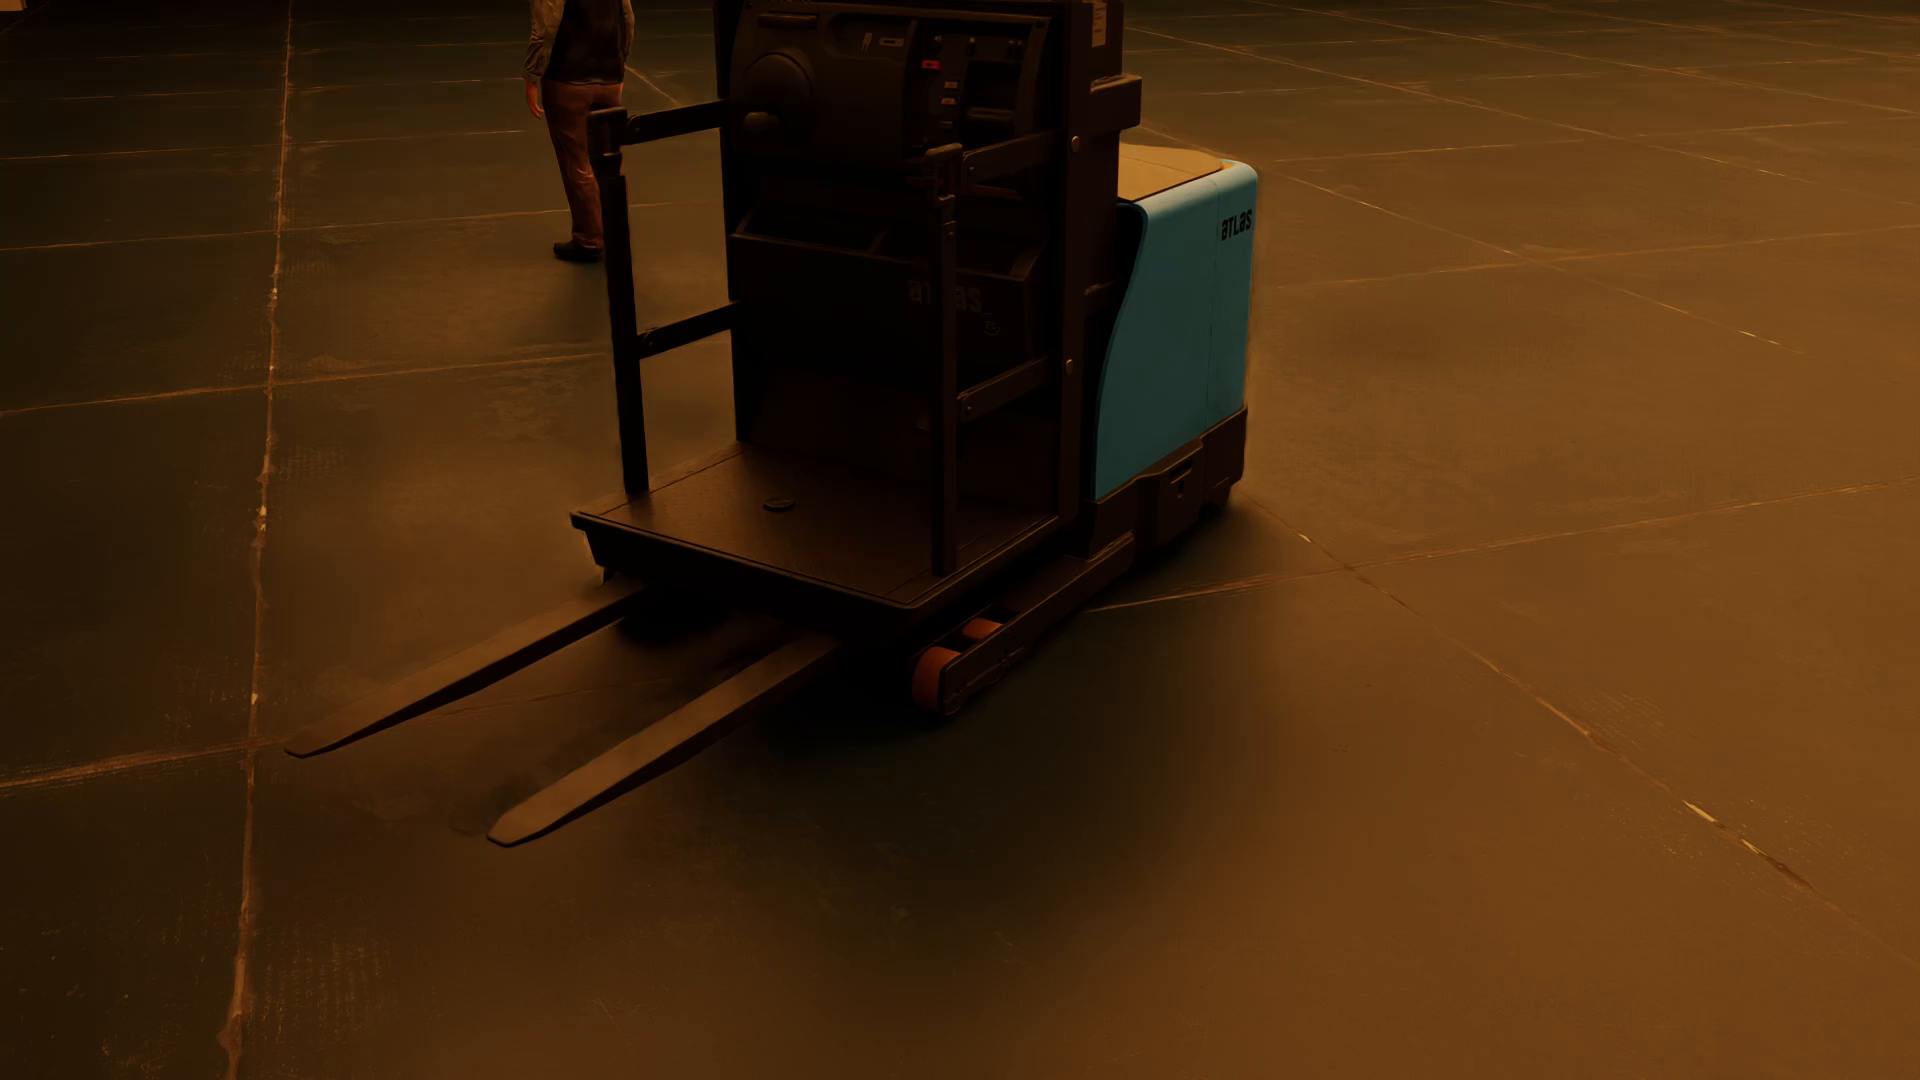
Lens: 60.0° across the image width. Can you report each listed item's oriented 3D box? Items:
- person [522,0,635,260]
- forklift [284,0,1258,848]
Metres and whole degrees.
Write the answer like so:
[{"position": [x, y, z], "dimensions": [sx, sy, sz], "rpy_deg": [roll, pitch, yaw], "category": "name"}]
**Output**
[{"position": [-1.910, -2.250, 8.190], "dimensions": [0.569, 1.720, 0.633], "rpy_deg": [17, 28, 35], "category": "person"}, {"position": [-0.308, -1.131, 3.988], "dimensions": [1.130, 2.935, 3.031], "rpy_deg": [14, 27, 30], "category": "forklift"}]
